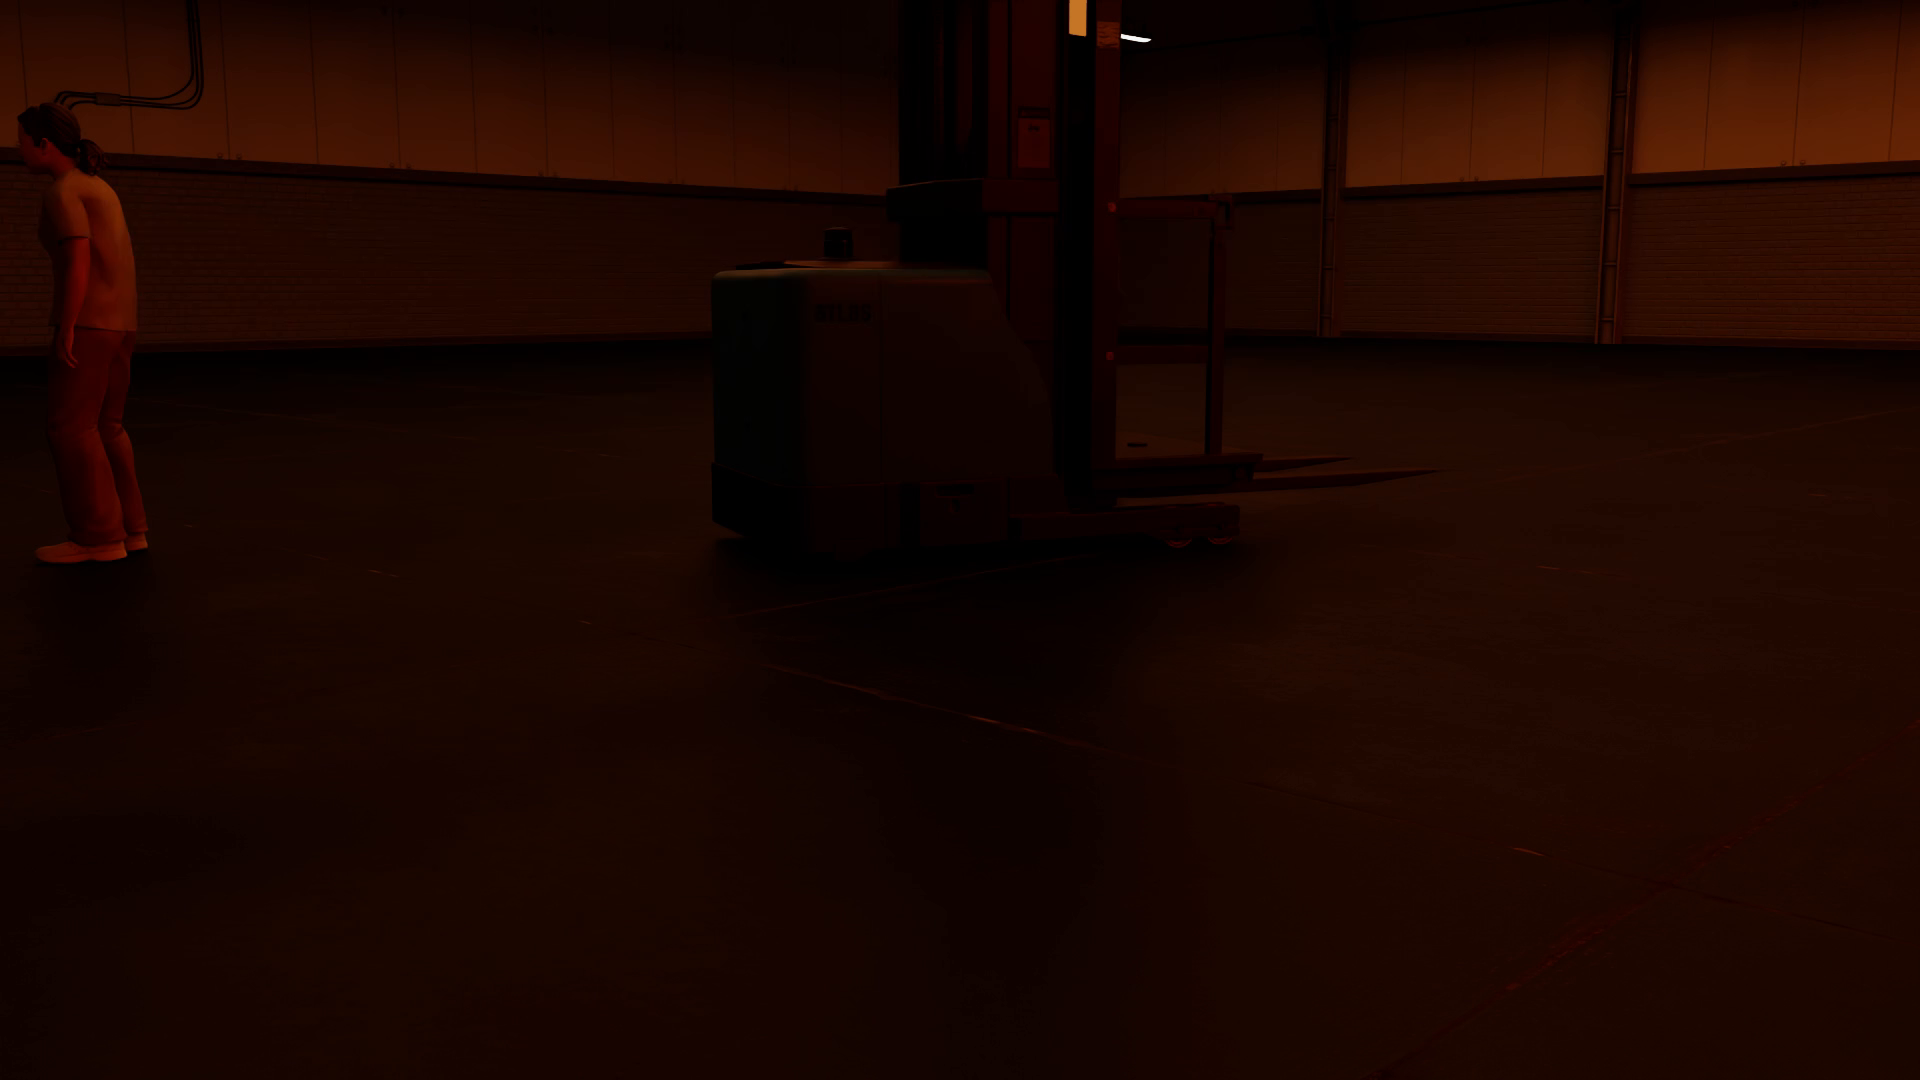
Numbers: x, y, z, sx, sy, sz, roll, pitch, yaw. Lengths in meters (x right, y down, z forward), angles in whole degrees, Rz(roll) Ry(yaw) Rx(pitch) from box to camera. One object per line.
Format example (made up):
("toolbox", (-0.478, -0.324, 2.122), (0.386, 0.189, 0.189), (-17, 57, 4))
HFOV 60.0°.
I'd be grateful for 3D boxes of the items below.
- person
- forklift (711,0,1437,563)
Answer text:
("person", (-3.251, -0.761, 6.162), (0.363, 1.672, 0.499), (-1, 9, -8))
("forklift", (0.559, -1.486, 6.742), (3.031, 2.935, 1.130), (-4, 9, -23))
